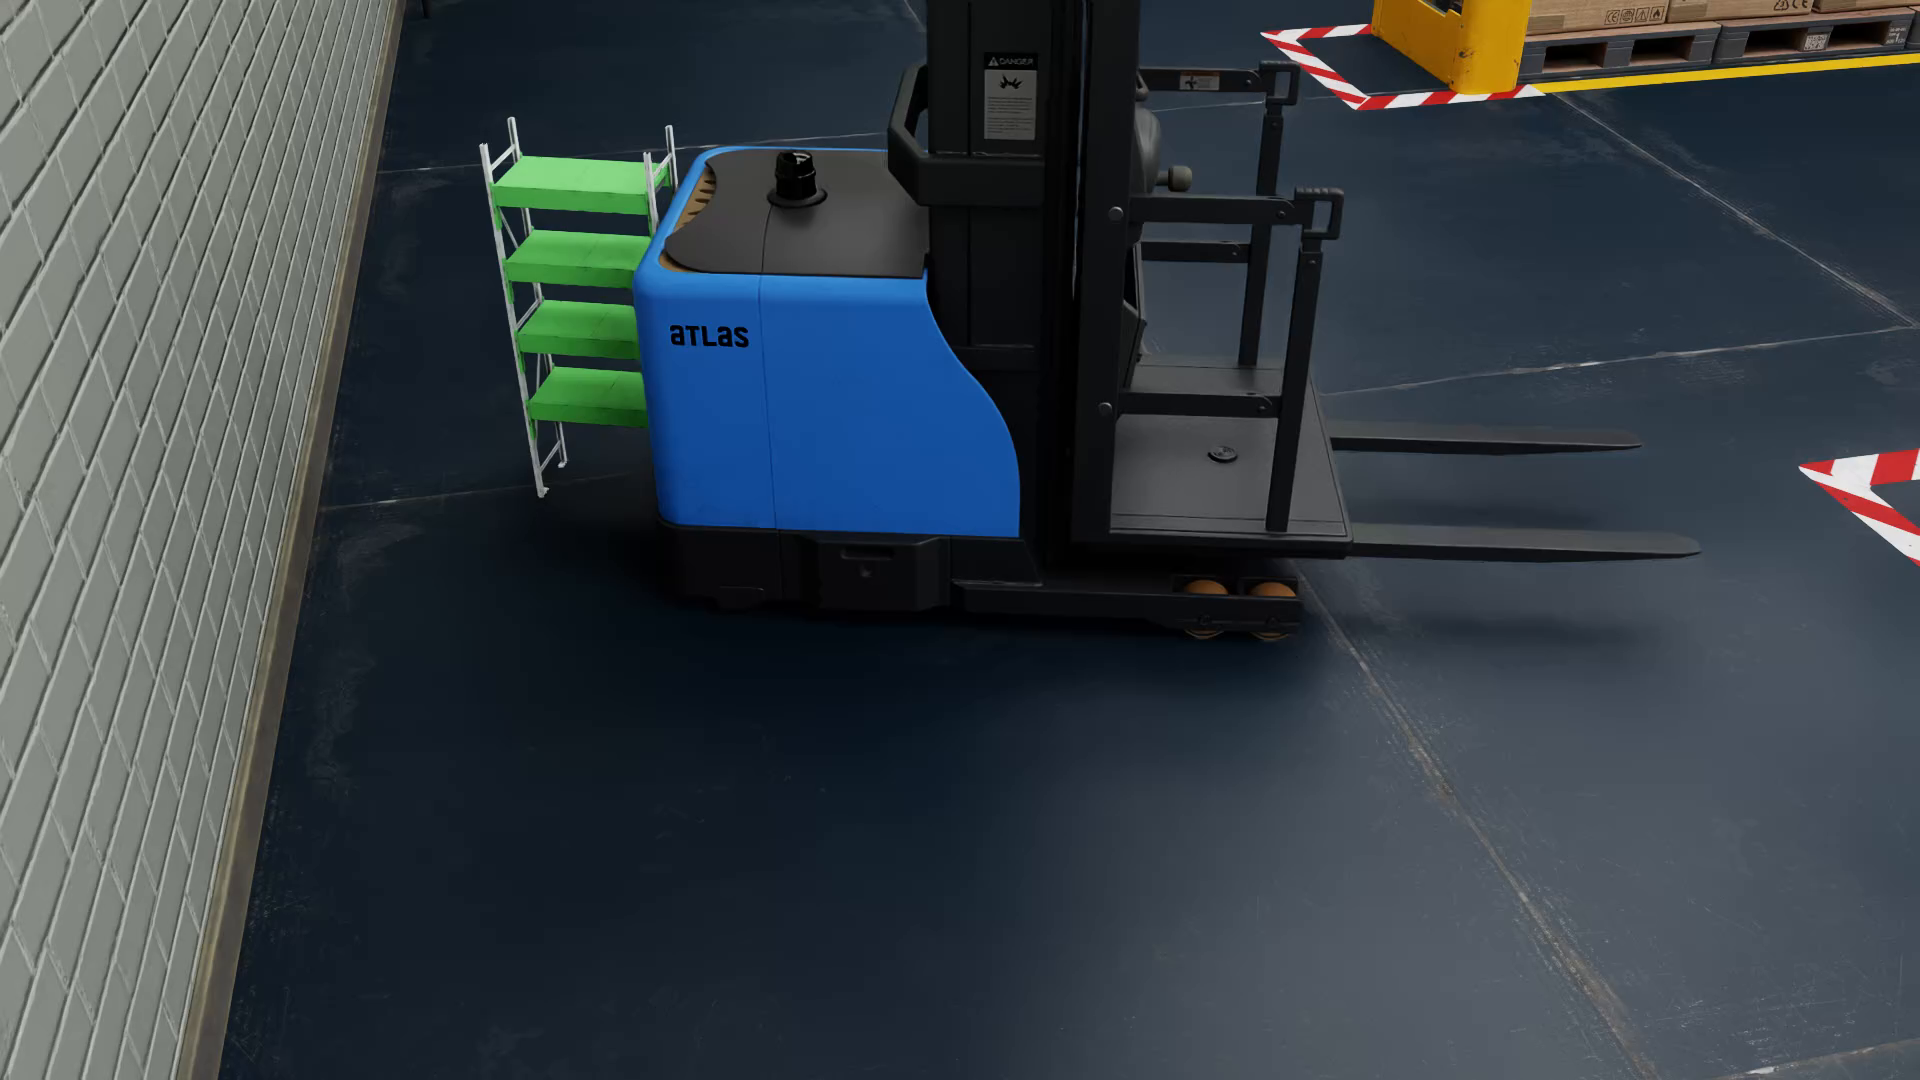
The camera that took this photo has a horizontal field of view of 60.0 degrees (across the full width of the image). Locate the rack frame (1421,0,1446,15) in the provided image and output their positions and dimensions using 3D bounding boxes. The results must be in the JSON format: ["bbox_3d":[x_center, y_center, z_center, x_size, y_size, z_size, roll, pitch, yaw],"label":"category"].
[{"bbox_3d":[2.684,-3.916,8.394,0.127,3.000,1.000,-7,35,-11],"label":"rack frame"}]

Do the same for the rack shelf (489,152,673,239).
[{"bbox_3d":[-1.119,-1.029,4.960,0.480,0.148,0.258,5,34,7],"label":"rack shelf"}]

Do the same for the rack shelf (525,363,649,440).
[{"bbox_3d":[-1.119,-0.431,5.361,0.480,0.148,0.258,5,34,7],"label":"rack shelf"}]

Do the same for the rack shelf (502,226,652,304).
[{"bbox_3d":[-1.119,-0.830,5.093,0.480,0.148,0.258,5,34,7],"label":"rack shelf"}]

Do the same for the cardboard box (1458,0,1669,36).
[{"bbox_3d":[3.306,-3.162,9.193,0.875,0.438,0.875,-8,35,-12],"label":"cardboard box"}]

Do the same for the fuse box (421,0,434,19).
[{"bbox_3d":[-3.132,-3.835,9.429,0.414,1.711,0.539,-7,35,-11],"label":"fuse box"}]

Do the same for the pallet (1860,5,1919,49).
[{"bbox_3d":[5.827,-3.199,9.828,1.213,0.211,1.003,-7,35,-11],"label":"pallet"}]

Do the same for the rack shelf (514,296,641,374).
[{"bbox_3d":[-1.119,-0.630,5.227,0.480,0.148,0.258,5,34,7],"label":"rack shelf"}]

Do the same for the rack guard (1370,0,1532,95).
[{"bbox_3d":[2.661,-2.875,9.086,0.348,0.500,1.175,-7,35,-11],"label":"rack guard"}]

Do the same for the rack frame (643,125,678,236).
[{"bbox_3d":[-0.877,-0.664,5.162,0.015,1.200,0.240,5,34,7],"label":"rack frame"}]

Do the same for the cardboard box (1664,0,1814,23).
[{"bbox_3d":[4.197,-3.279,9.367,0.875,0.438,0.875,-6,34,-9],"label":"cardboard box"}]

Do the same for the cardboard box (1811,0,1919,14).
[{"bbox_3d":[5.077,-3.389,9.531,0.875,0.438,0.875,-8,35,-12],"label":"cardboard box"}]

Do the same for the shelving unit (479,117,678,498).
[{"bbox_3d":[-1.119,-0.683,5.192,0.503,1.200,0.258,5,34,7],"label":"shelving unit"}]

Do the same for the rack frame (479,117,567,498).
[{"bbox_3d":[-1.360,-0.703,5.221,0.015,1.200,0.240,5,34,7],"label":"rack frame"}]

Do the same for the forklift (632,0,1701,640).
[{"bbox_3d":[0.650,-1.234,4.458,3.031,2.935,1.130,2,34,3],"label":"forklift"}]

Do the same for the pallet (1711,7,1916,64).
[{"bbox_3d":[4.634,-3.047,9.601,1.213,0.211,1.003,-7,35,-11],"label":"pallet"}]

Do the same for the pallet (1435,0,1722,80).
[{"bbox_3d":[3.447,-2.899,9.381,1.213,0.211,1.003,-7,35,-11],"label":"pallet"}]
